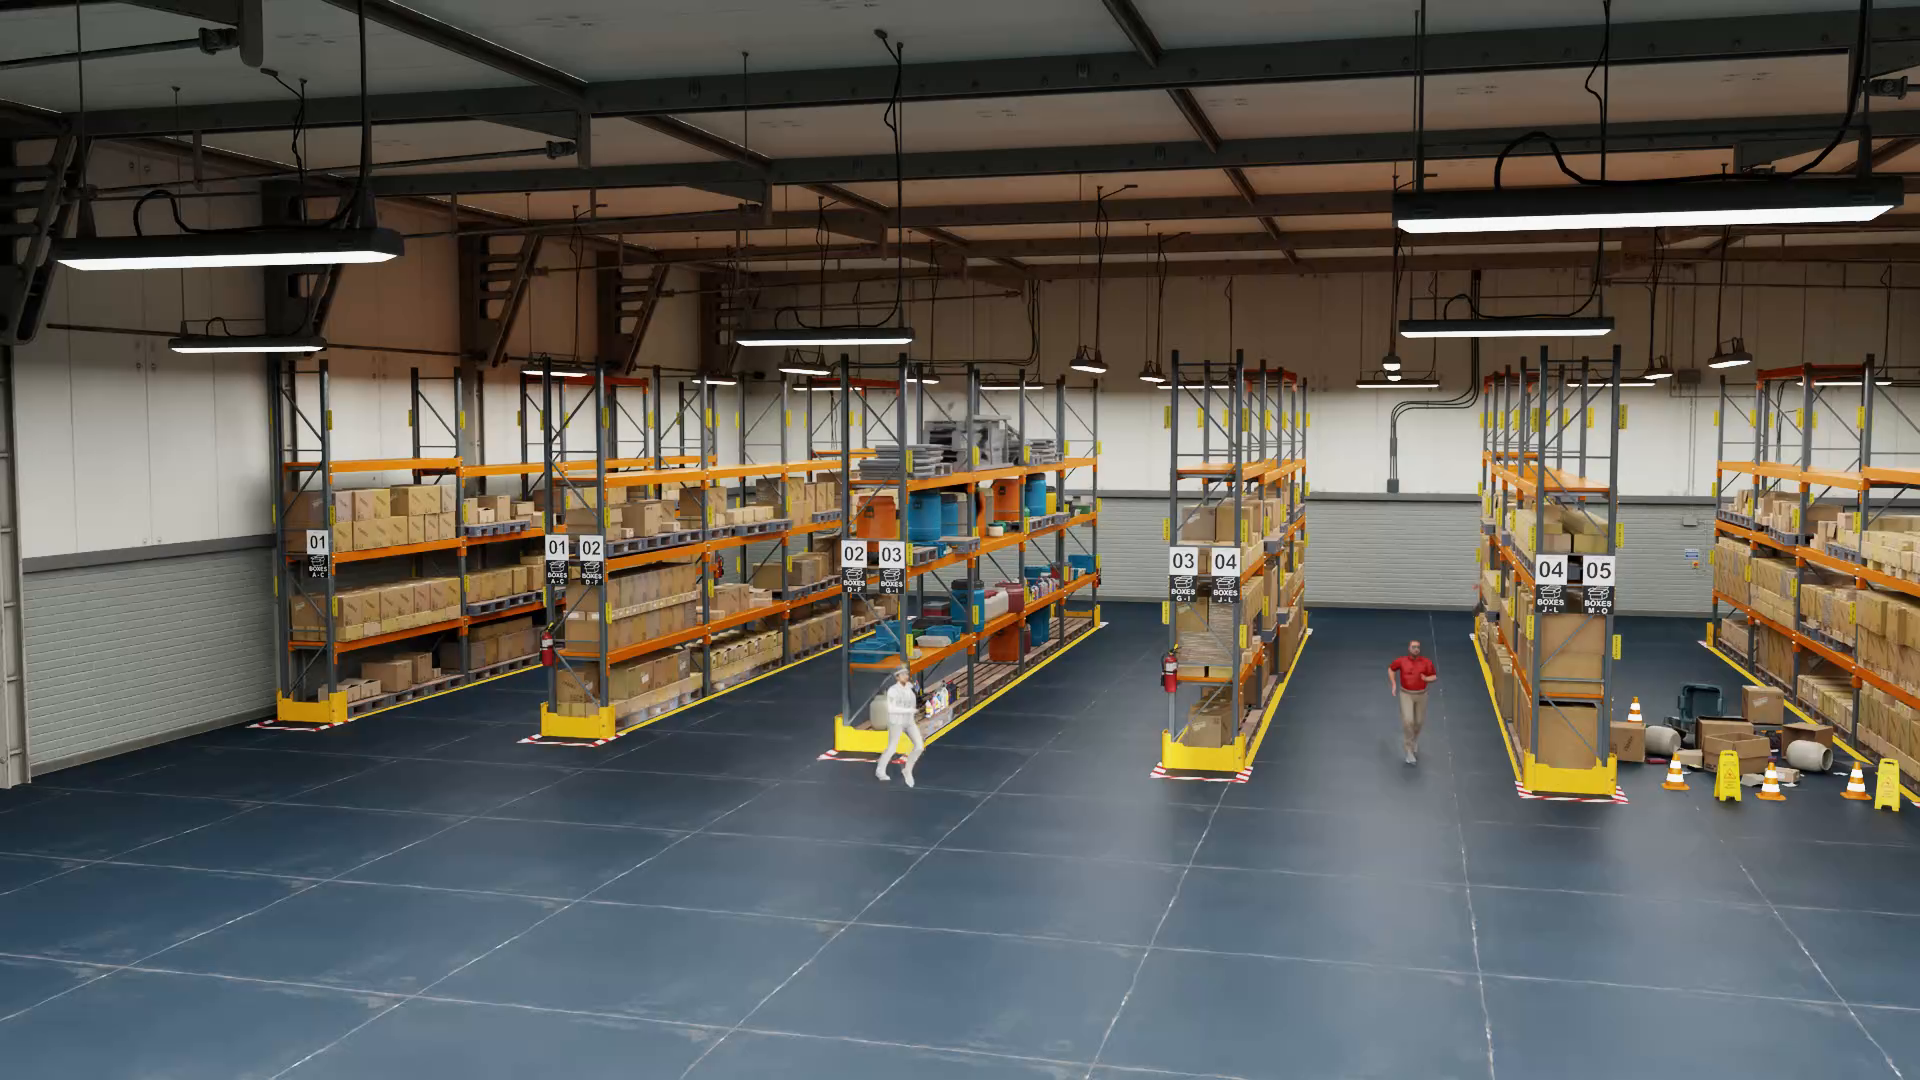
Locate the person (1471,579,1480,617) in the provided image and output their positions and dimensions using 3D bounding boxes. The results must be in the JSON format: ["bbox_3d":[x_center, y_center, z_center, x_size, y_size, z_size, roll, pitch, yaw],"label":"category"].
[{"bbox_3d":[12.378,1.355,39.017,0.731,1.759,0.696,1,4,10],"label":"person"}]

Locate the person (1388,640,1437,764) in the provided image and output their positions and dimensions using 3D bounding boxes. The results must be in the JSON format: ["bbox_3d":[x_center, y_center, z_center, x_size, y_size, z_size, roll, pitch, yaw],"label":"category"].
[{"bbox_3d":[6.710,2.365,24.605,0.646,1.767,0.870,0,4,1],"label":"person"}]

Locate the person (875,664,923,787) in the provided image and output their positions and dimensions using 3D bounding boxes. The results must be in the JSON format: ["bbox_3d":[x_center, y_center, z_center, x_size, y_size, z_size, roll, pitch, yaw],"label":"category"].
[{"bbox_3d":[-0.786,2.522,22.750,0.626,1.695,0.842,-3,5,-40],"label":"person"}]
